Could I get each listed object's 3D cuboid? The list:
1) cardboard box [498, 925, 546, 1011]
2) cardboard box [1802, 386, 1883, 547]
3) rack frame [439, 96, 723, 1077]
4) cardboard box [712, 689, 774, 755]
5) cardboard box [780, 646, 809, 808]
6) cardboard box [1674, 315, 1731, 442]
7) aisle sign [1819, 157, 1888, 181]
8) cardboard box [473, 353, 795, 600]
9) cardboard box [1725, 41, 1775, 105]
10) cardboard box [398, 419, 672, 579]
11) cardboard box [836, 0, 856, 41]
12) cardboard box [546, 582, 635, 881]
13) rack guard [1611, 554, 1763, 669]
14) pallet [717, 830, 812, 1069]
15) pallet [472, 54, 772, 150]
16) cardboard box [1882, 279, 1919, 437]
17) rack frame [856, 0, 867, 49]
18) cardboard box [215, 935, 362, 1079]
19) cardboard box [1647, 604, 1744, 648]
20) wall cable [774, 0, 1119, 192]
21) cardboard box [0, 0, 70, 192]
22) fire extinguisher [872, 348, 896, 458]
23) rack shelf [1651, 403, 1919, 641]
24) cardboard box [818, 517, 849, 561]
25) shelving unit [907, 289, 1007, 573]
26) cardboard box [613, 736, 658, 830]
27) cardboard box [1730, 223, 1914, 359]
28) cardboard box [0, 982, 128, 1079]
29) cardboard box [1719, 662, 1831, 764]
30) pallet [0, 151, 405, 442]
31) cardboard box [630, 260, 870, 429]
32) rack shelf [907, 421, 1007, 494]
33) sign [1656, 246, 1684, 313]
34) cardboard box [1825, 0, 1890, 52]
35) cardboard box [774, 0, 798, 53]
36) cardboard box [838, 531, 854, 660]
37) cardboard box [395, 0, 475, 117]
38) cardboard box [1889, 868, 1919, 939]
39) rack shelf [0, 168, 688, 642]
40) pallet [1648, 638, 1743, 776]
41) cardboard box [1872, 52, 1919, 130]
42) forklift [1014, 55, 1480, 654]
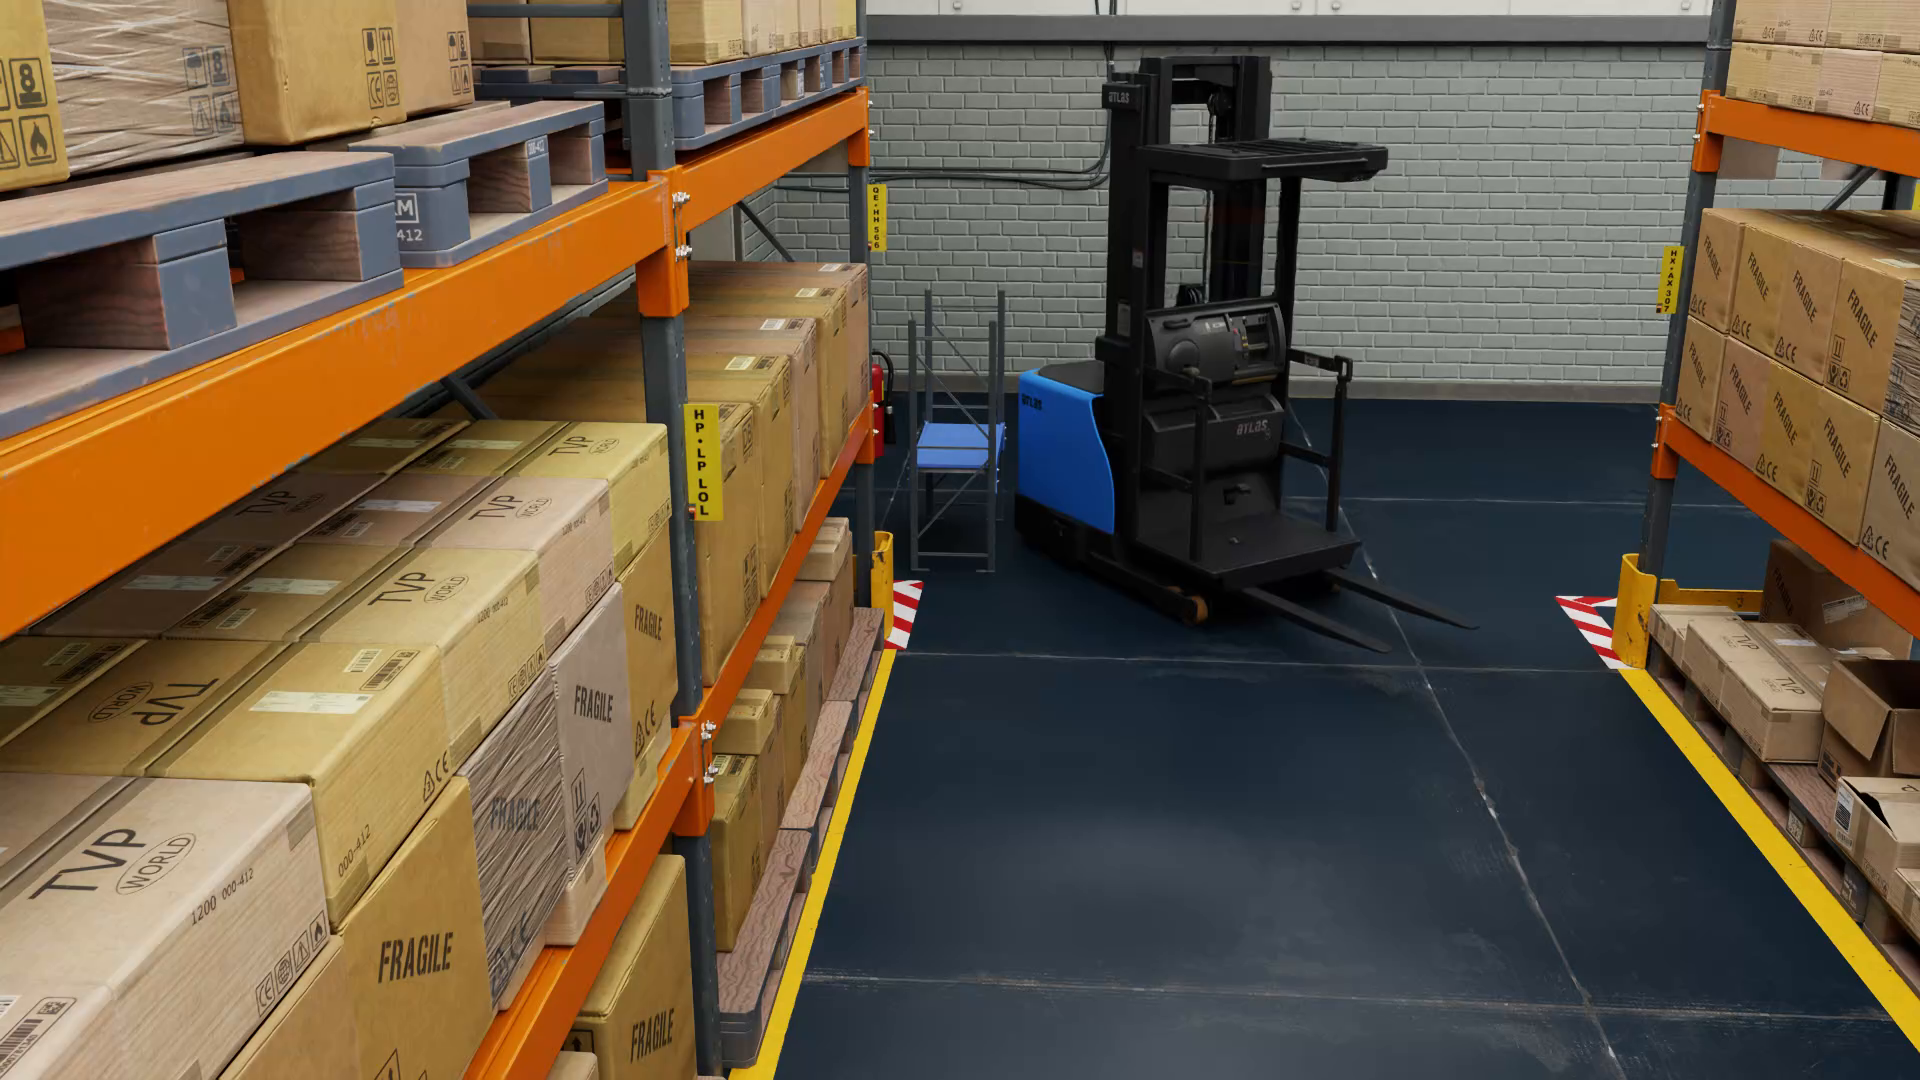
[{"bbox_3d":[-1.084,0.833,3.436,0.380,0.149,0.250,1,18,4],"label":"cardboard box"},{"bbox_3d":[3.585,-0.282,6.305,0.500,0.500,0.500,2,18,5],"label":"cardboard box"},{"bbox_3d":[-1.240,0.295,4.705,1.000,3.000,0.127,1,18,4],"label":"rack frame"},{"bbox_3d":[-0.878,0.643,5.942,0.380,0.149,0.250,2,18,6],"label":"cardboard box"},{"bbox_3d":[-1.006,0.738,6.693,0.700,0.500,0.500,2,18,5],"label":"cardboard box"},{"bbox_3d":[3.693,-0.753,7.744,0.500,0.500,0.500,2,18,5],"label":"cardboard box"},{"bbox_3d":[4.298,-2.087,7.801,0.394,0.787,0.004,1,18,4],"label":"aisle sign"},{"bbox_3d":[-1.127,-0.242,5.863,0.980,0.700,0.700,1,18,3],"label":"cardboard box"},{"bbox_3d":[3.697,-2.038,7.249,0.500,0.250,0.500,1,18,4],"label":"cardboard box"},{"bbox_3d":[-1.019,-0.109,4.063,0.500,0.250,0.500,2,18,5],"label":"cardboard box"},{"bbox_3d":[-0.741,-2.315,7.259,0.500,0.250,0.500,2,18,6],"label":"cardboard box"},{"bbox_3d":[-1.049,0.404,3.701,0.500,0.500,0.500,1,18,4],"label":"cardboard box"},{"bbox_3d":[3.982,0.374,8.479,1.175,0.500,0.348,1,18,4],"label":"rack guard"},{"bbox_3d":[-1.108,1.386,5.854,1.003,0.211,1.213,1,18,4],"label":"pallet"},{"bbox_3d":[-1.171,-1.342,5.026,1.003,0.211,1.213,1,18,4],"label":"pallet"},{"bbox_3d":[3.549,-0.597,5.660,0.500,0.500,0.500,1,18,4],"label":"cardboard box"},{"bbox_3d":[-0.954,-3.798,7.562,1.000,3.000,0.127,1,18,4],"label":"rack frame"},{"bbox_3d":[-1.154,0.877,2.257,0.500,0.500,0.500,1,18,4],"label":"cardboard box"},{"bbox_3d":[3.615,0.430,8.164,0.380,0.149,0.250,1,18,4],"label":"cardboard box"},{"bbox_3d":[-0.192,-4.071,13.382,3.097,2.526,0.112,1,18,4],"label":"wall cable"},{"bbox_3d":[-1.511,-0.634,1.855,0.700,0.500,0.500,2,18,7],"label":"cardboard box"},{"bbox_3d":[-0.482,-0.770,8.678,0.296,0.674,0.183,1,18,4],"label":"fire extinguisher"},{"bbox_3d":[3.844,0.125,6.379,1.077,0.370,4.000,1,18,4],"label":"rack shelf"},{"bbox_3d":[-0.731,-0.003,7.915,0.380,0.149,0.250,1,18,3],"label":"cardboard box"},{"bbox_3d":[-0.006,-0.686,10.109,0.538,1.500,1.048,1,18,4],"label":"shelving unit"},{"bbox_3d":[-0.977,0.595,4.160,0.380,0.149,0.250,2,18,5],"label":"cardboard box"},{"bbox_3d":[3.663,-1.066,7.092,0.500,0.500,0.500,1,18,4],"label":"cardboard box"},{"bbox_3d":[-1.200,0.681,1.654,0.500,0.250,0.500,1,18,3],"label":"cardboard box"},{"bbox_3d":[3.594,0.733,7.078,0.500,0.250,0.500,1,18,4],"label":"cardboard box"},{"bbox_3d":[-1.457,-0.347,2.150,1.003,0.211,1.213,2,18,6],"label":"pallet"},{"bbox_3d":[-0.980,-0.931,7.965,0.980,0.700,0.700,2,18,6],"label":"cardboard box"},{"bbox_3d":[-0.006,-0.515,10.165,0.538,0.185,1.000,1,18,4],"label":"rack shelf"},{"bbox_3d":[3.446,-1.261,8.064,0.100,0.325,0.005,1,18,4],"label":"sign"},{"bbox_3d":[3.619,-1.965,6.224,0.500,0.250,0.500,1,18,4],"label":"cardboard box"},{"bbox_3d":[-0.848,-1.832,5.786,0.500,0.250,0.500,1,18,2],"label":"cardboard box"},{"bbox_3d":[-0.904,0.261,8.150,0.700,0.500,0.500,1,18,4],"label":"cardboard box"},{"bbox_3d":[-1.413,-1.116,3.327,0.700,0.500,0.500,0,18,1],"label":"cardboard box"},{"bbox_3d":[3.426,1.249,5.665,0.380,0.149,0.250,1,18,4],"label":"cardboard box"},{"bbox_3d":[-1.384,-0.167,2.454,1.077,0.370,4.000,1,18,4],"label":"rack shelf"},{"bbox_3d":[3.926,0.759,7.769,1.003,0.211,1.213,1,18,4],"label":"pallet"},{"bbox_3d":[3.585,-1.572,5.828,0.500,0.250,0.500,1,18,4],"label":"cardboard box"},{"bbox_3d":[1.543,-1.092,9.049,1.130,2.935,3.031,-11,21,-30],"label":"forklift"}]
